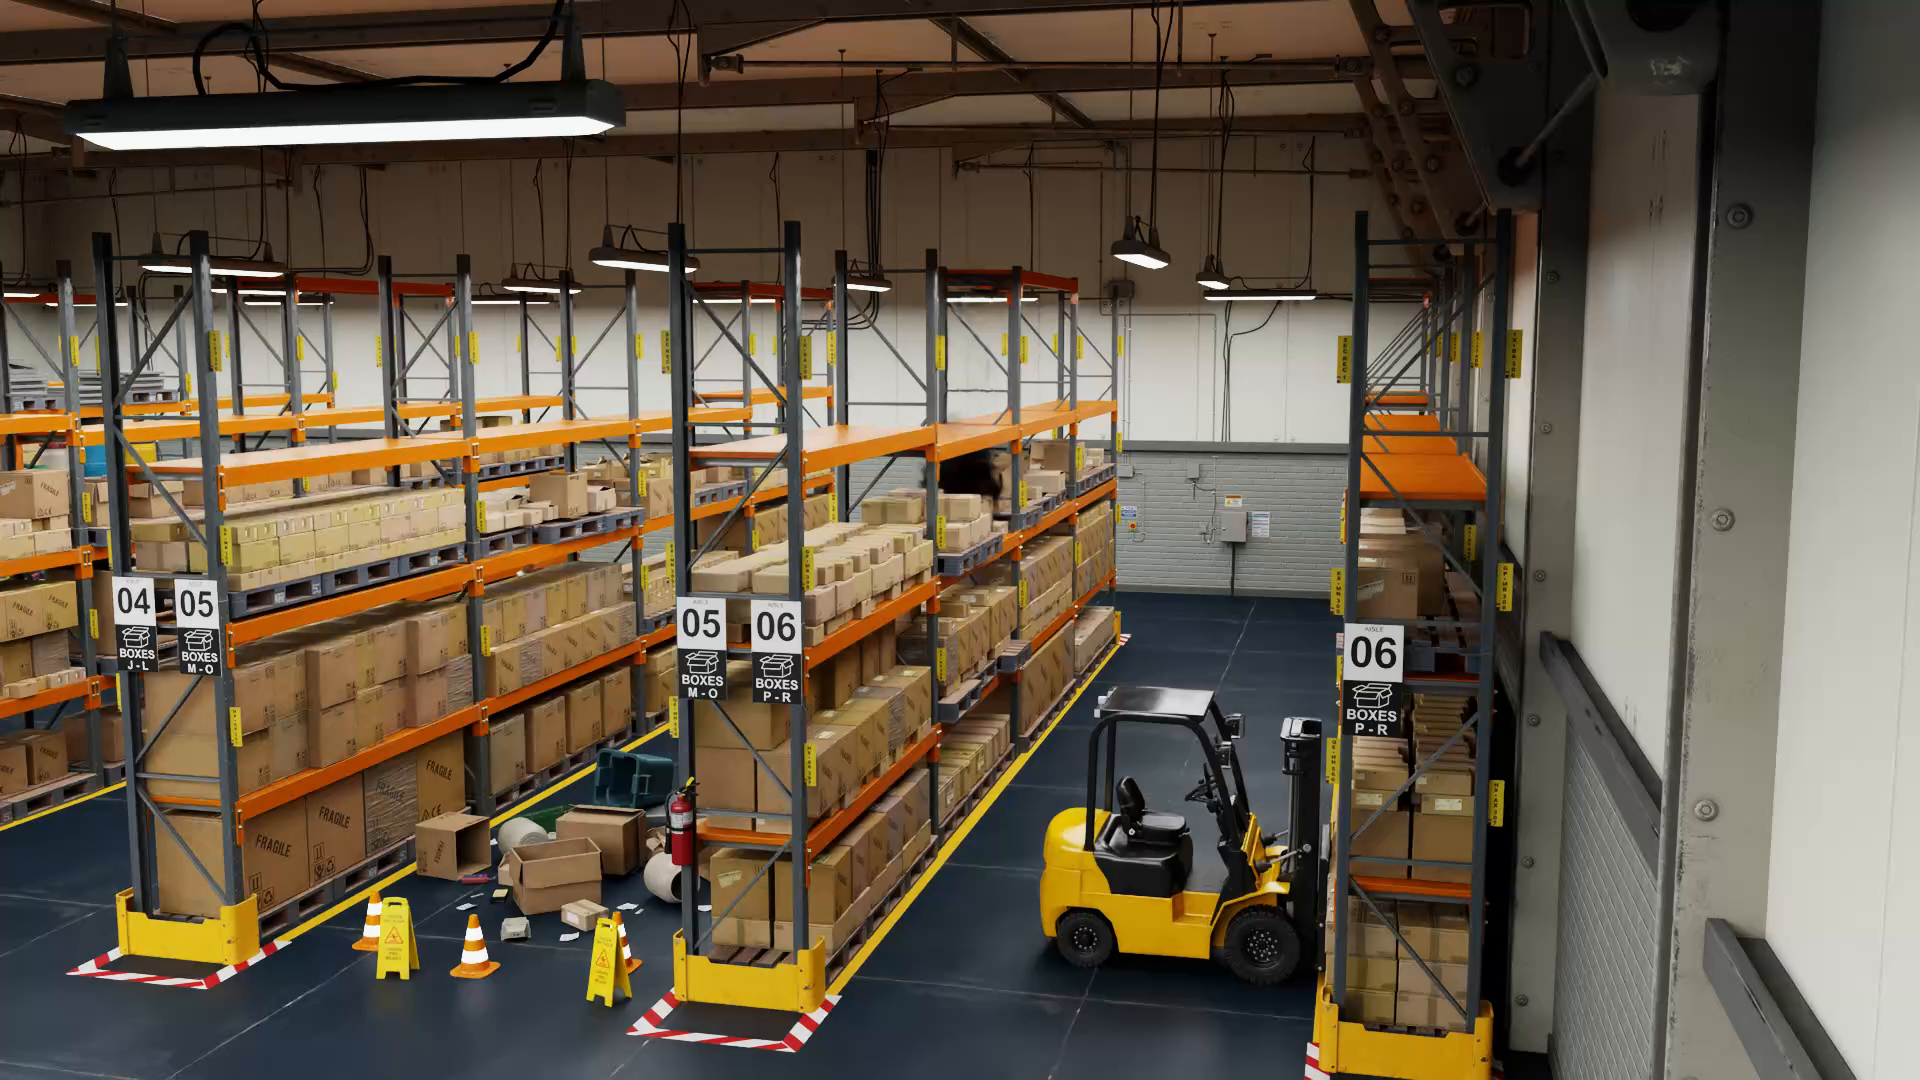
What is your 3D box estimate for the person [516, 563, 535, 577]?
[{"bbox_3d":[-6.797,1.097,26.282,0.677,1.738,0.767,2,7,13],"label":"person"}]
